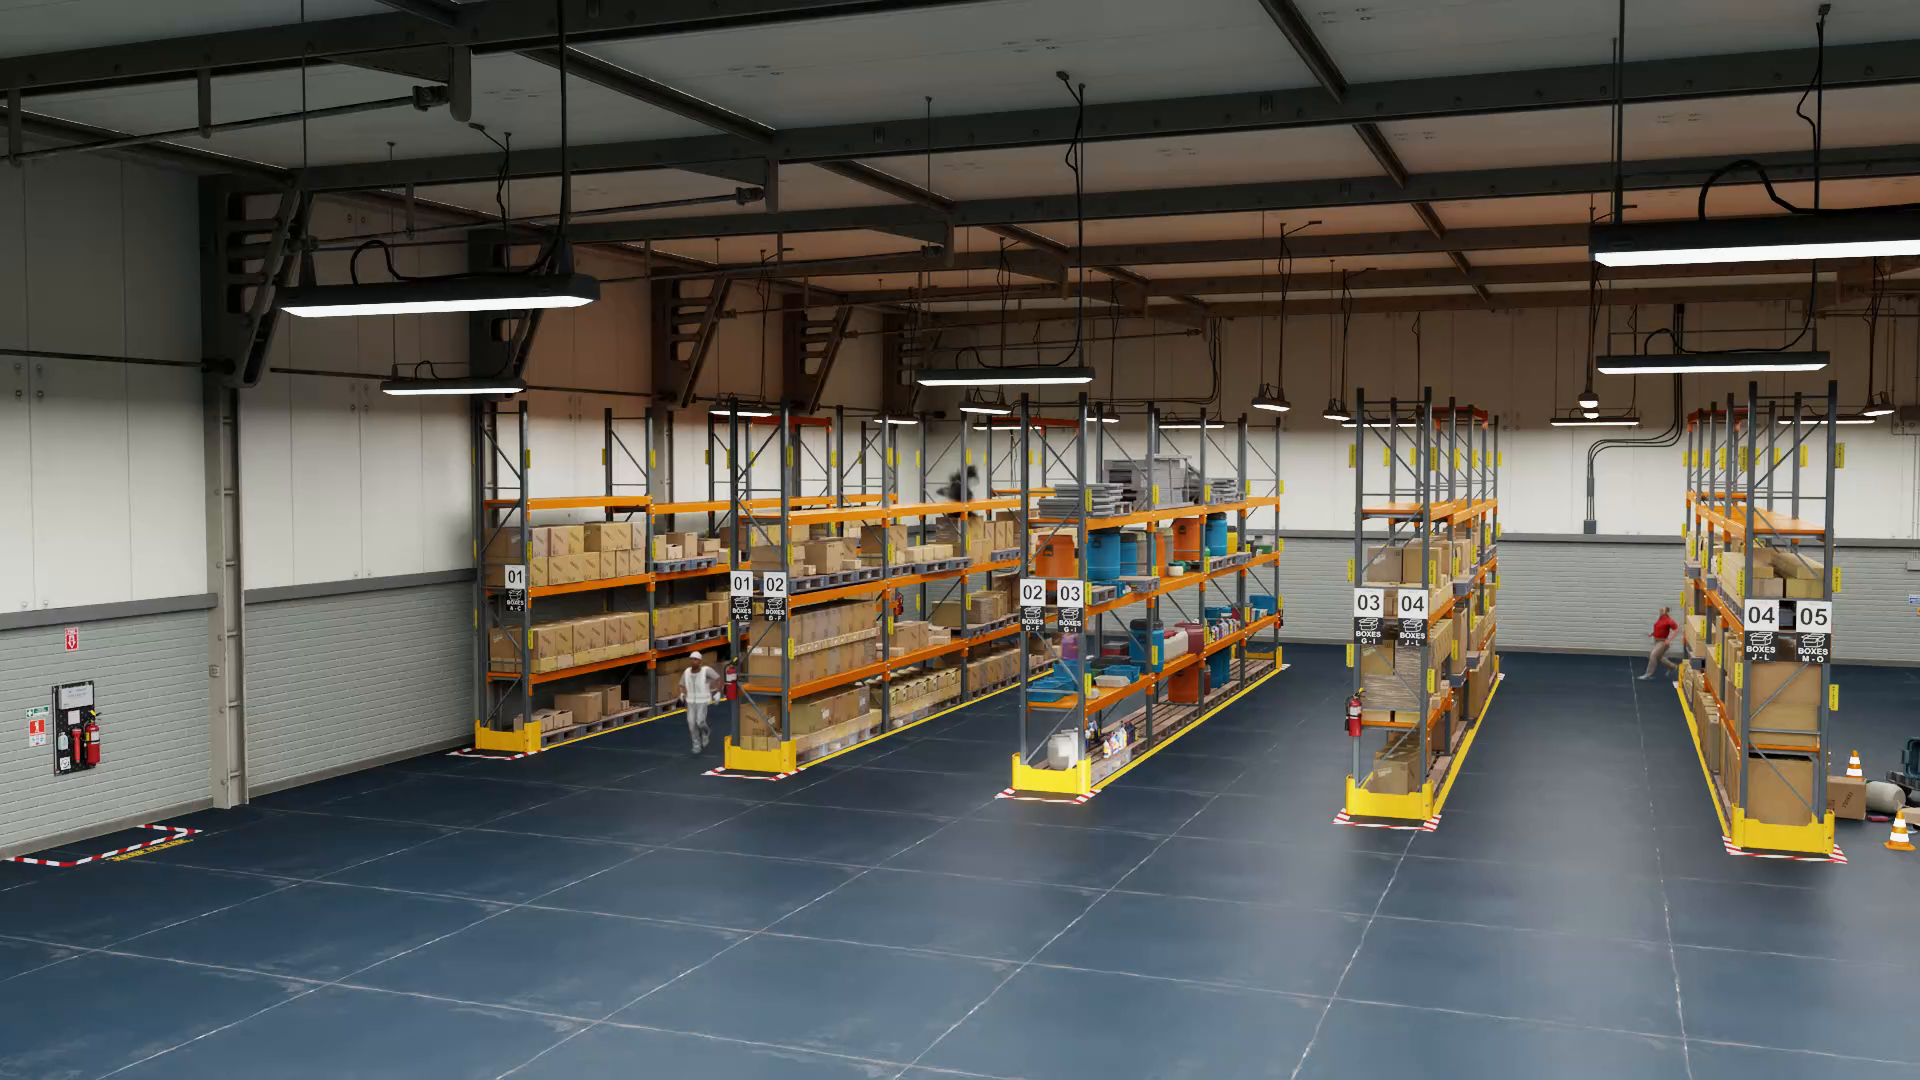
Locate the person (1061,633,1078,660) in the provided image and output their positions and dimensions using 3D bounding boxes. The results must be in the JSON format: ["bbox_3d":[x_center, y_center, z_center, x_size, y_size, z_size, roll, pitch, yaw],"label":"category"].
[{"bbox_3d":[2.316,2.522,34.647,0.513,1.644,0.733,1,3,18],"label":"person"}]

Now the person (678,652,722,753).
[{"bbox_3d":[-4.444,2.761,28.163,0.723,1.737,0.640,1,3,15],"label":"person"}]

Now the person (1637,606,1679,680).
[{"bbox_3d":[15.833,2.362,37.507,0.949,1.619,0.729,0,3,-1],"label":"person"}]
